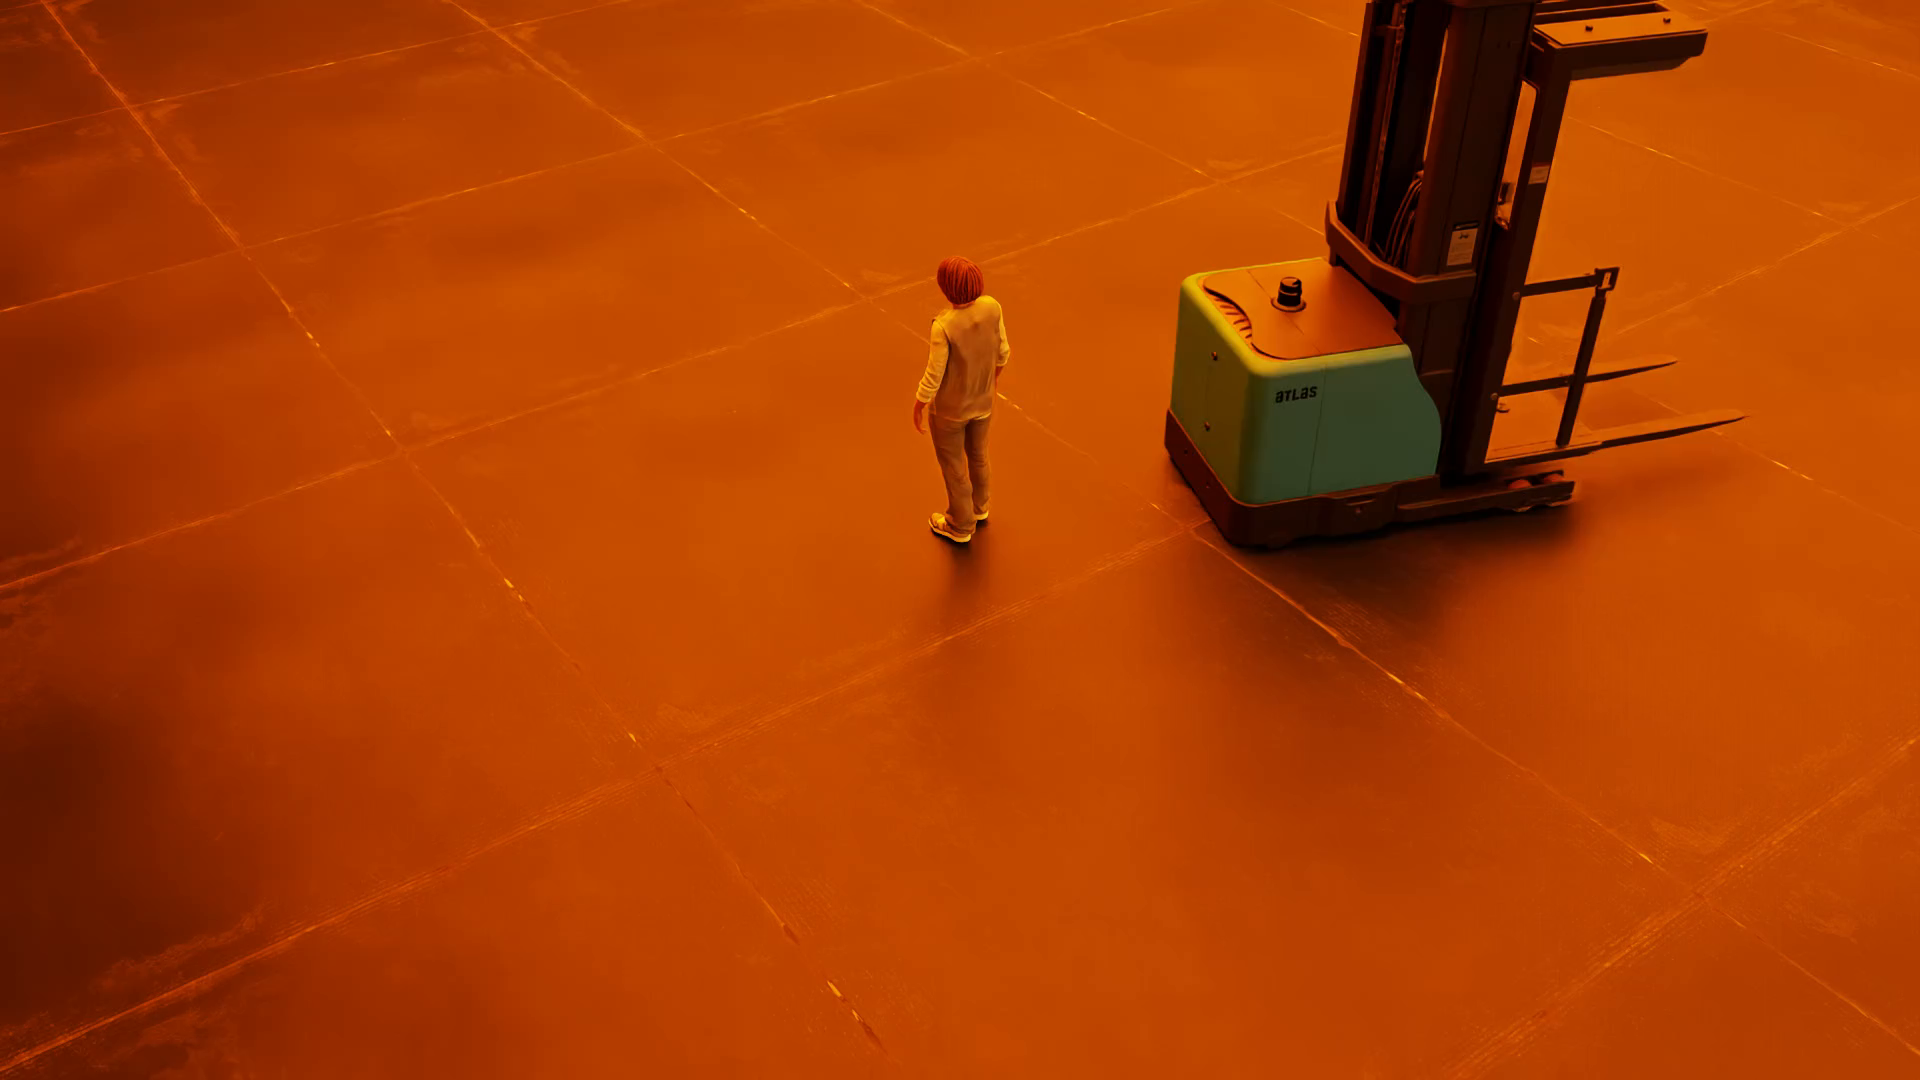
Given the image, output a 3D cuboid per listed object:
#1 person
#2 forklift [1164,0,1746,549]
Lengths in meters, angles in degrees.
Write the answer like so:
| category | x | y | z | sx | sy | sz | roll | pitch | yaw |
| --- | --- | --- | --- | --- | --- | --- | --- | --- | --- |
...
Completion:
| category | x | y | z | sx | sy | sz | roll | pitch | yaw |
| --- | --- | --- | --- | --- | --- | --- | --- | --- | --- |
| person | -0.031 | -0.689 | 7.985 | 0.520 | 1.597 | 0.475 | -23 | 42 | -28 |
| forklift | 2.678 | -1.618 | 8.133 | 3.031 | 2.935 | 1.130 | -9 | 37 | -12 |
